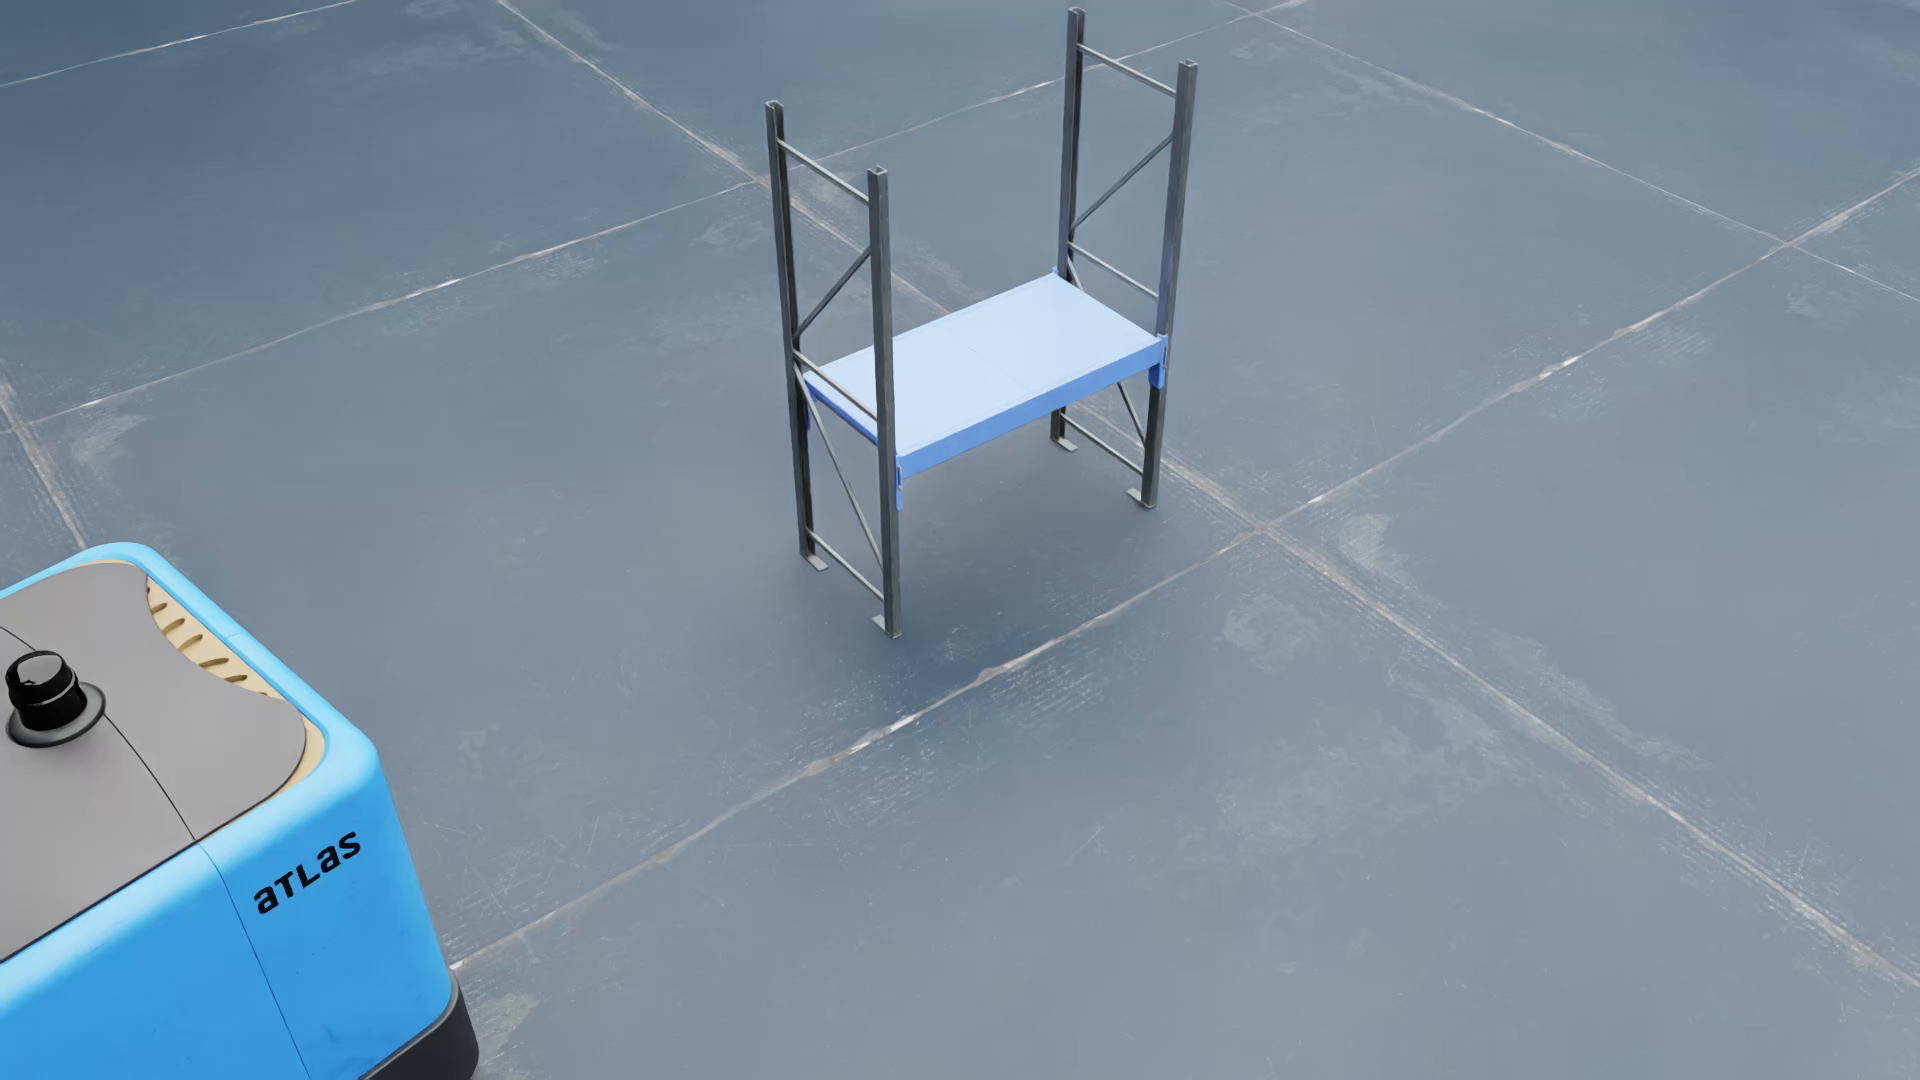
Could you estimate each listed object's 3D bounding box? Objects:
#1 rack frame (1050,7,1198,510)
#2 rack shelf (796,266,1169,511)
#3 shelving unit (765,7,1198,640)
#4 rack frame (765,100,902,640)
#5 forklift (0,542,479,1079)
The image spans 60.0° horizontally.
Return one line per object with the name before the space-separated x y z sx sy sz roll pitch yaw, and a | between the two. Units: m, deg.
rack frame | 0.471 -0.809 5.054 0.032 1.500 0.500 -26 46 -28
rack shelf | 0.068 -0.474 4.929 1.000 0.185 0.538 -26 46 -28
shelving unit | 0.068 -0.613 4.815 1.048 1.500 0.538 -26 46 -28
rack frame | -0.335 -0.416 4.575 0.032 1.500 0.500 -26 46 -28
forklift | -2.438 0.573 2.241 1.130 2.935 3.031 30 48 31
